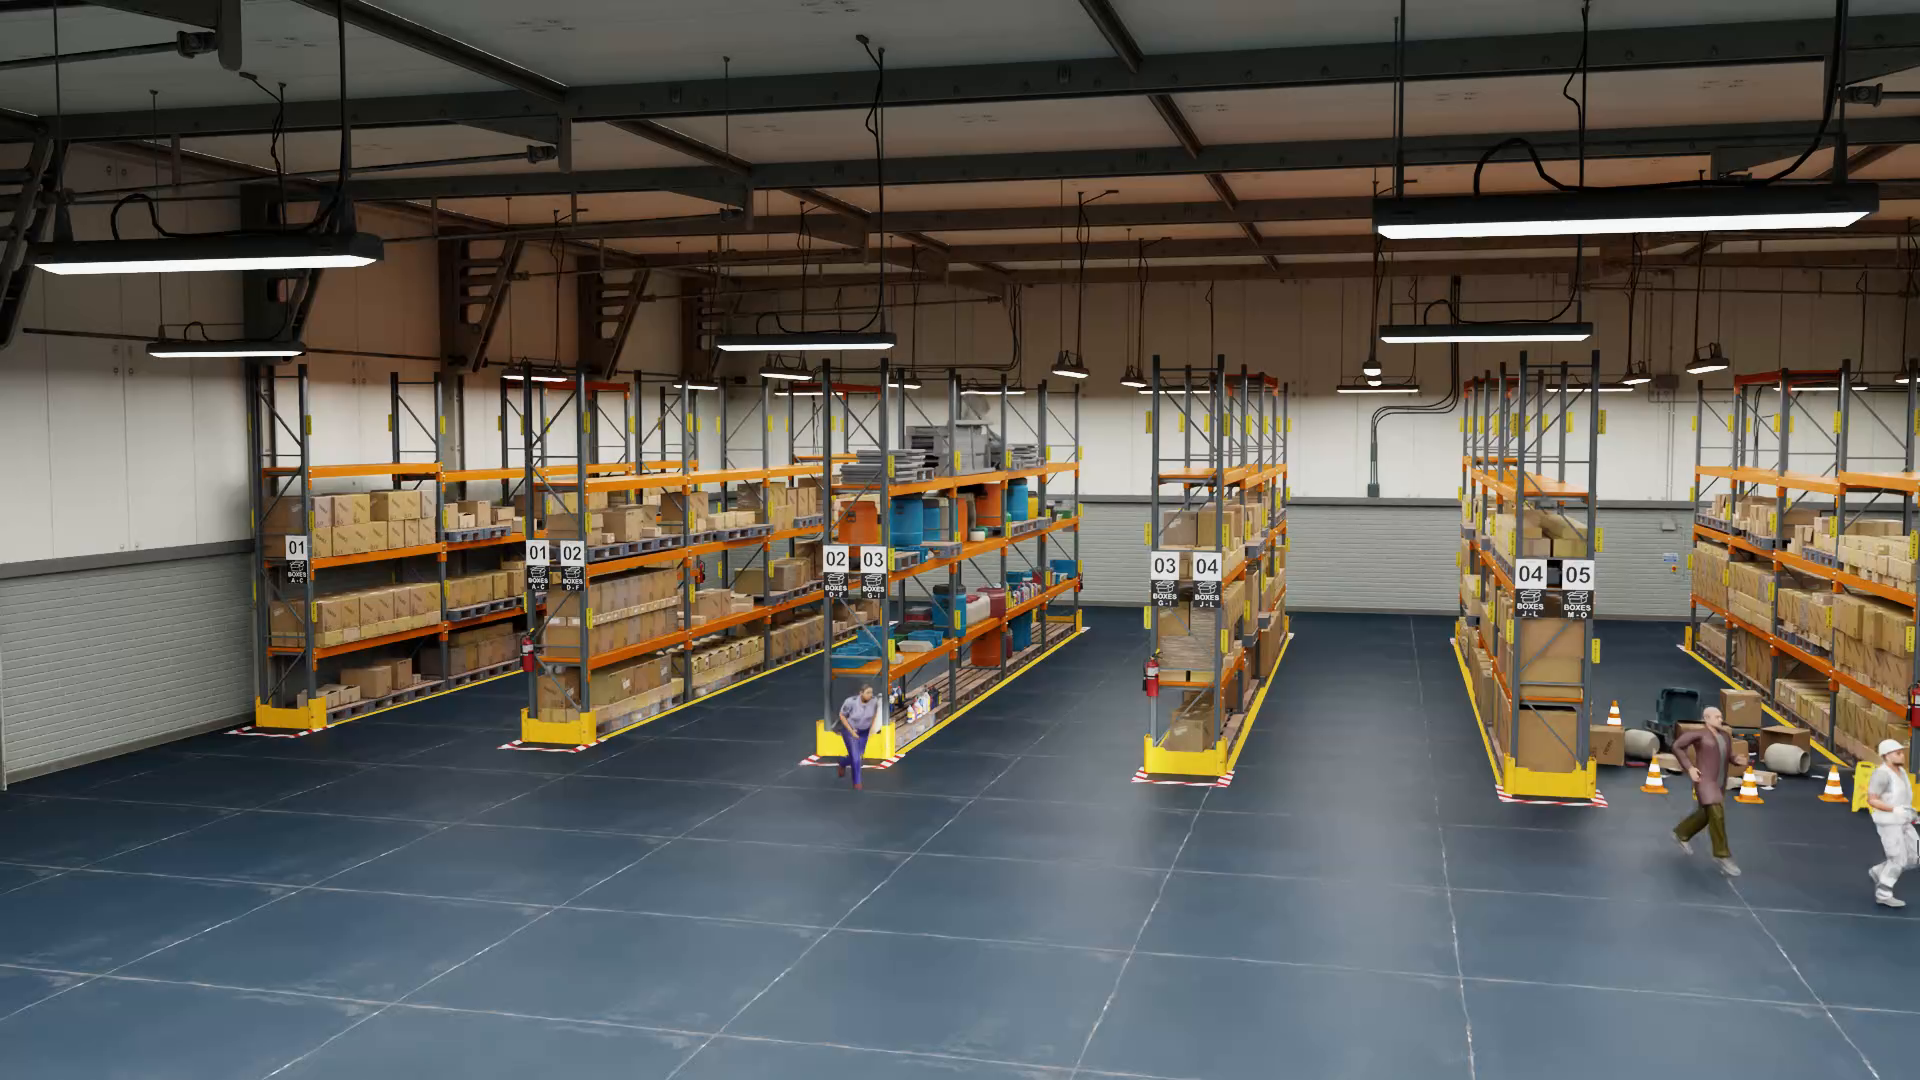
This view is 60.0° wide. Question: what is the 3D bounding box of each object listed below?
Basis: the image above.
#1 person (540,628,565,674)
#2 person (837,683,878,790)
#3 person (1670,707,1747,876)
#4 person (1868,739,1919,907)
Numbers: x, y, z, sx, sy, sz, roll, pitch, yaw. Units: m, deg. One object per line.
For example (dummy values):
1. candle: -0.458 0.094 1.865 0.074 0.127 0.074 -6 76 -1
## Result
1. person: -7.376 2.104 30.316 0.605 1.615 0.579 0 4 5
2. person: -1.445 2.688 23.002 0.603 1.529 0.889 -2 5 -32
3. person: 8.513 2.901 18.924 0.698 1.613 1.002 -2 5 -30
4. person: 9.713 2.938 17.259 0.649 1.740 0.603 -3 5 -32
